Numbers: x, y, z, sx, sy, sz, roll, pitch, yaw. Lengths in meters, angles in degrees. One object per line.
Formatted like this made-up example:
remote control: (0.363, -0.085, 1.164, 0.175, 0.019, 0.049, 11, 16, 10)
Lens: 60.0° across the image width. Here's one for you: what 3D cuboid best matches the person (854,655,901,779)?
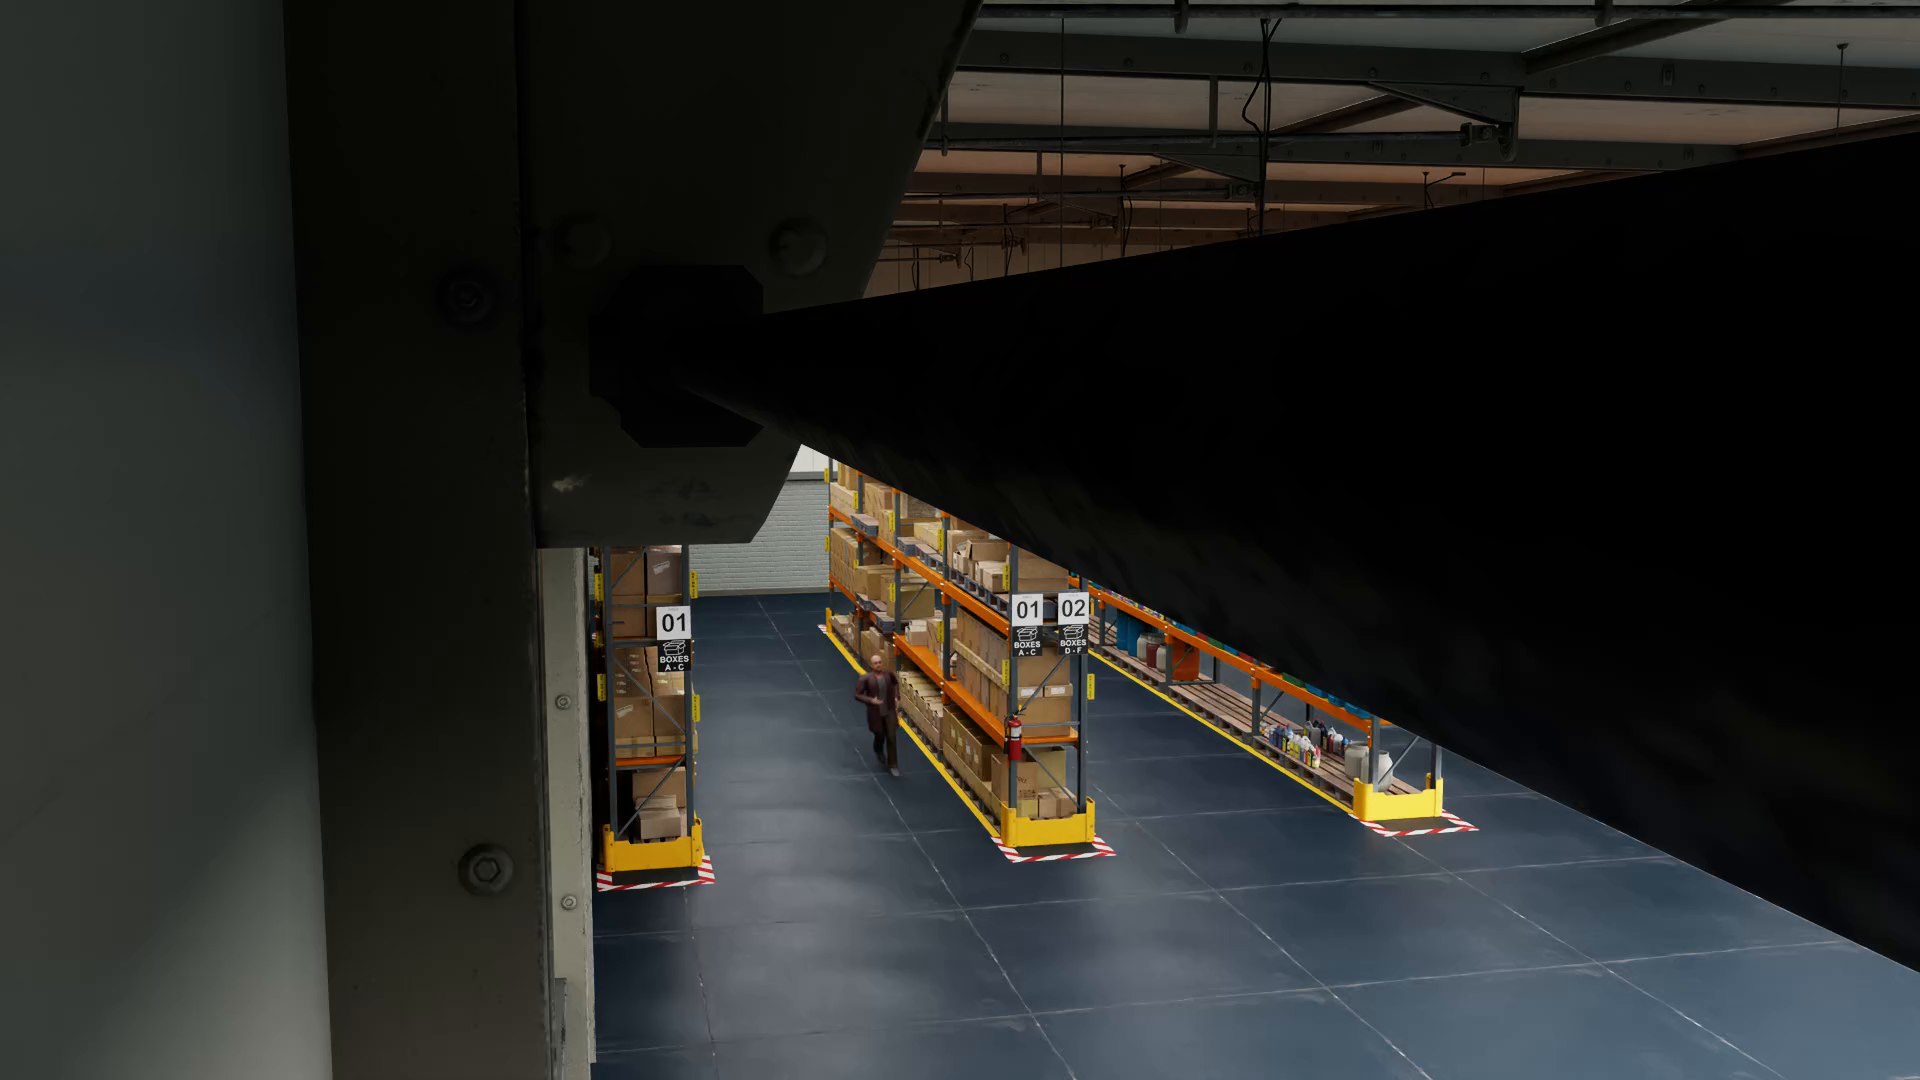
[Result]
person: (-1.211, 2.561, 24.536, 0.729, 1.760, 0.998, -2, 7, -17)
